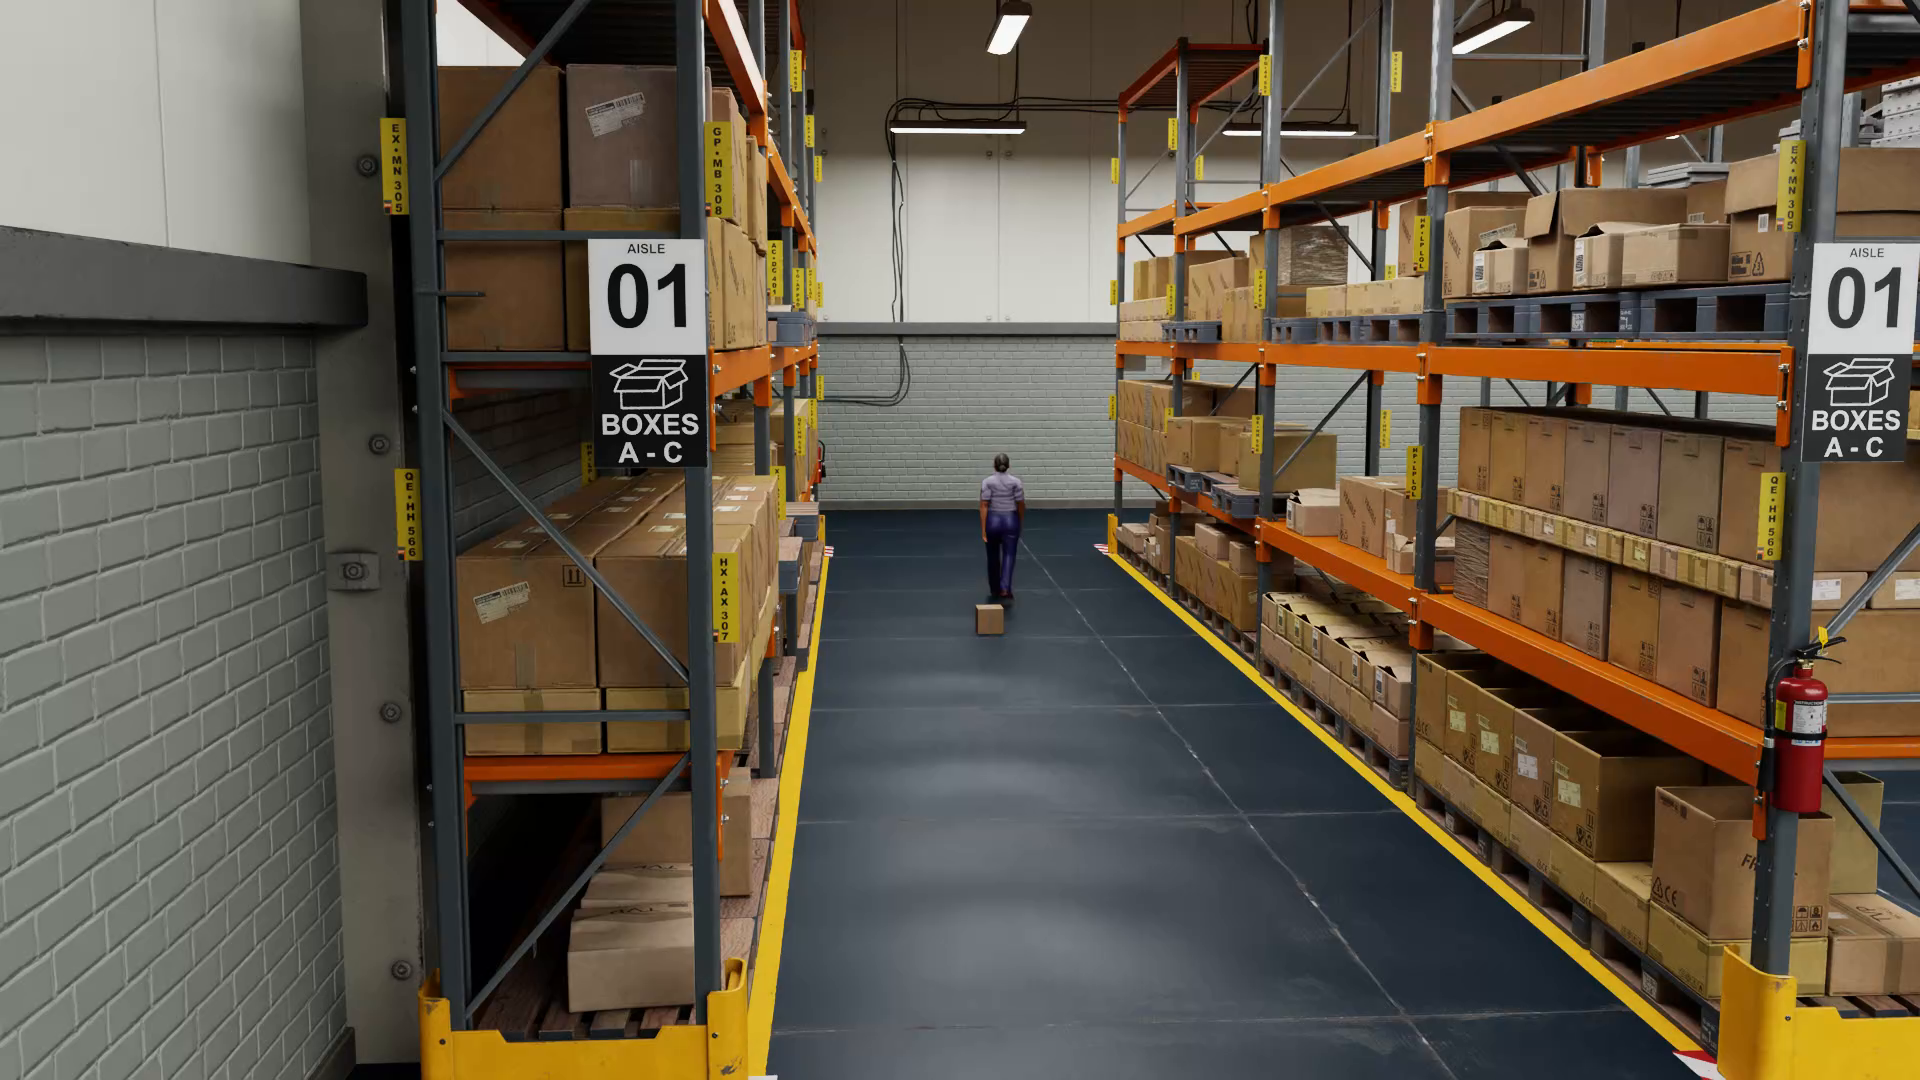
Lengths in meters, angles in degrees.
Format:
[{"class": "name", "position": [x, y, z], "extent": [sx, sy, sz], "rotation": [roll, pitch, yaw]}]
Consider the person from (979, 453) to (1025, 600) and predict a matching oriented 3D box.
[{"class": "person", "position": [0.466, -0.157, 18.073], "extent": [0.482, 1.590, 1.025], "rotation": [1, 7, 8]}]
